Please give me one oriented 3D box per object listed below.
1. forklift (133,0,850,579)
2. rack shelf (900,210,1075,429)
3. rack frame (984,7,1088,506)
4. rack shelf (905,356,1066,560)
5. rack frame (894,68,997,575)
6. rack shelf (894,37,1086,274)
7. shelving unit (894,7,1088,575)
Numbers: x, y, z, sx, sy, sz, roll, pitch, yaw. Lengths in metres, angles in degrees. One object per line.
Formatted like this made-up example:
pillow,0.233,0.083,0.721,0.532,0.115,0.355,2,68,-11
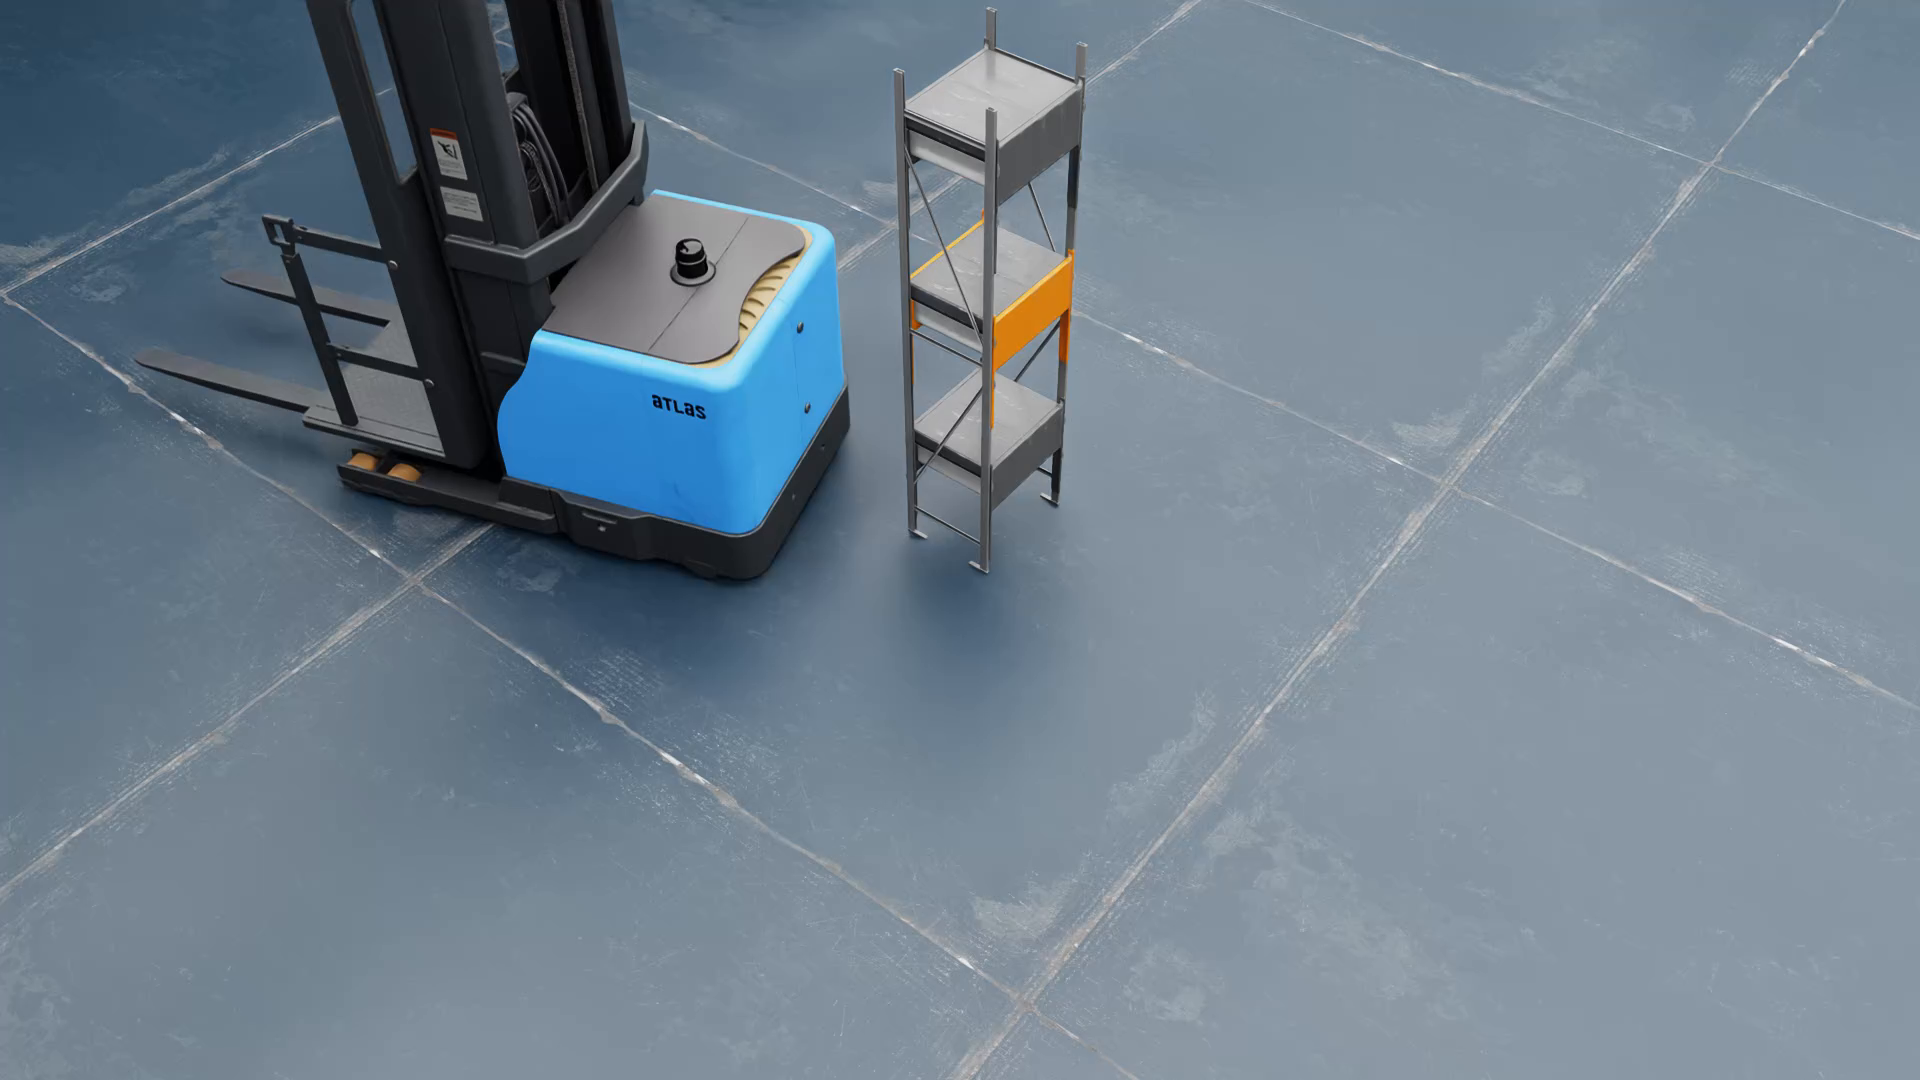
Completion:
forklift,-2.043,-1.509,6.164,3.031,2.935,1.130,14,48,13
rack shelf,0.101,-0.811,6.091,0.431,0.518,0.480,29,53,25
rack frame,0.250,-0.960,6.215,0.400,2.100,0.015,29,53,25
rack shelf,0.101,-0.327,6.597,0.431,0.518,0.480,29,53,25
rack frame,-0.048,-0.680,5.948,0.400,2.100,0.015,29,53,25
rack shelf,0.101,-1.294,5.585,0.431,0.518,0.480,29,53,25
shelving unit,0.101,-0.820,6.081,0.431,2.100,0.503,29,53,25
